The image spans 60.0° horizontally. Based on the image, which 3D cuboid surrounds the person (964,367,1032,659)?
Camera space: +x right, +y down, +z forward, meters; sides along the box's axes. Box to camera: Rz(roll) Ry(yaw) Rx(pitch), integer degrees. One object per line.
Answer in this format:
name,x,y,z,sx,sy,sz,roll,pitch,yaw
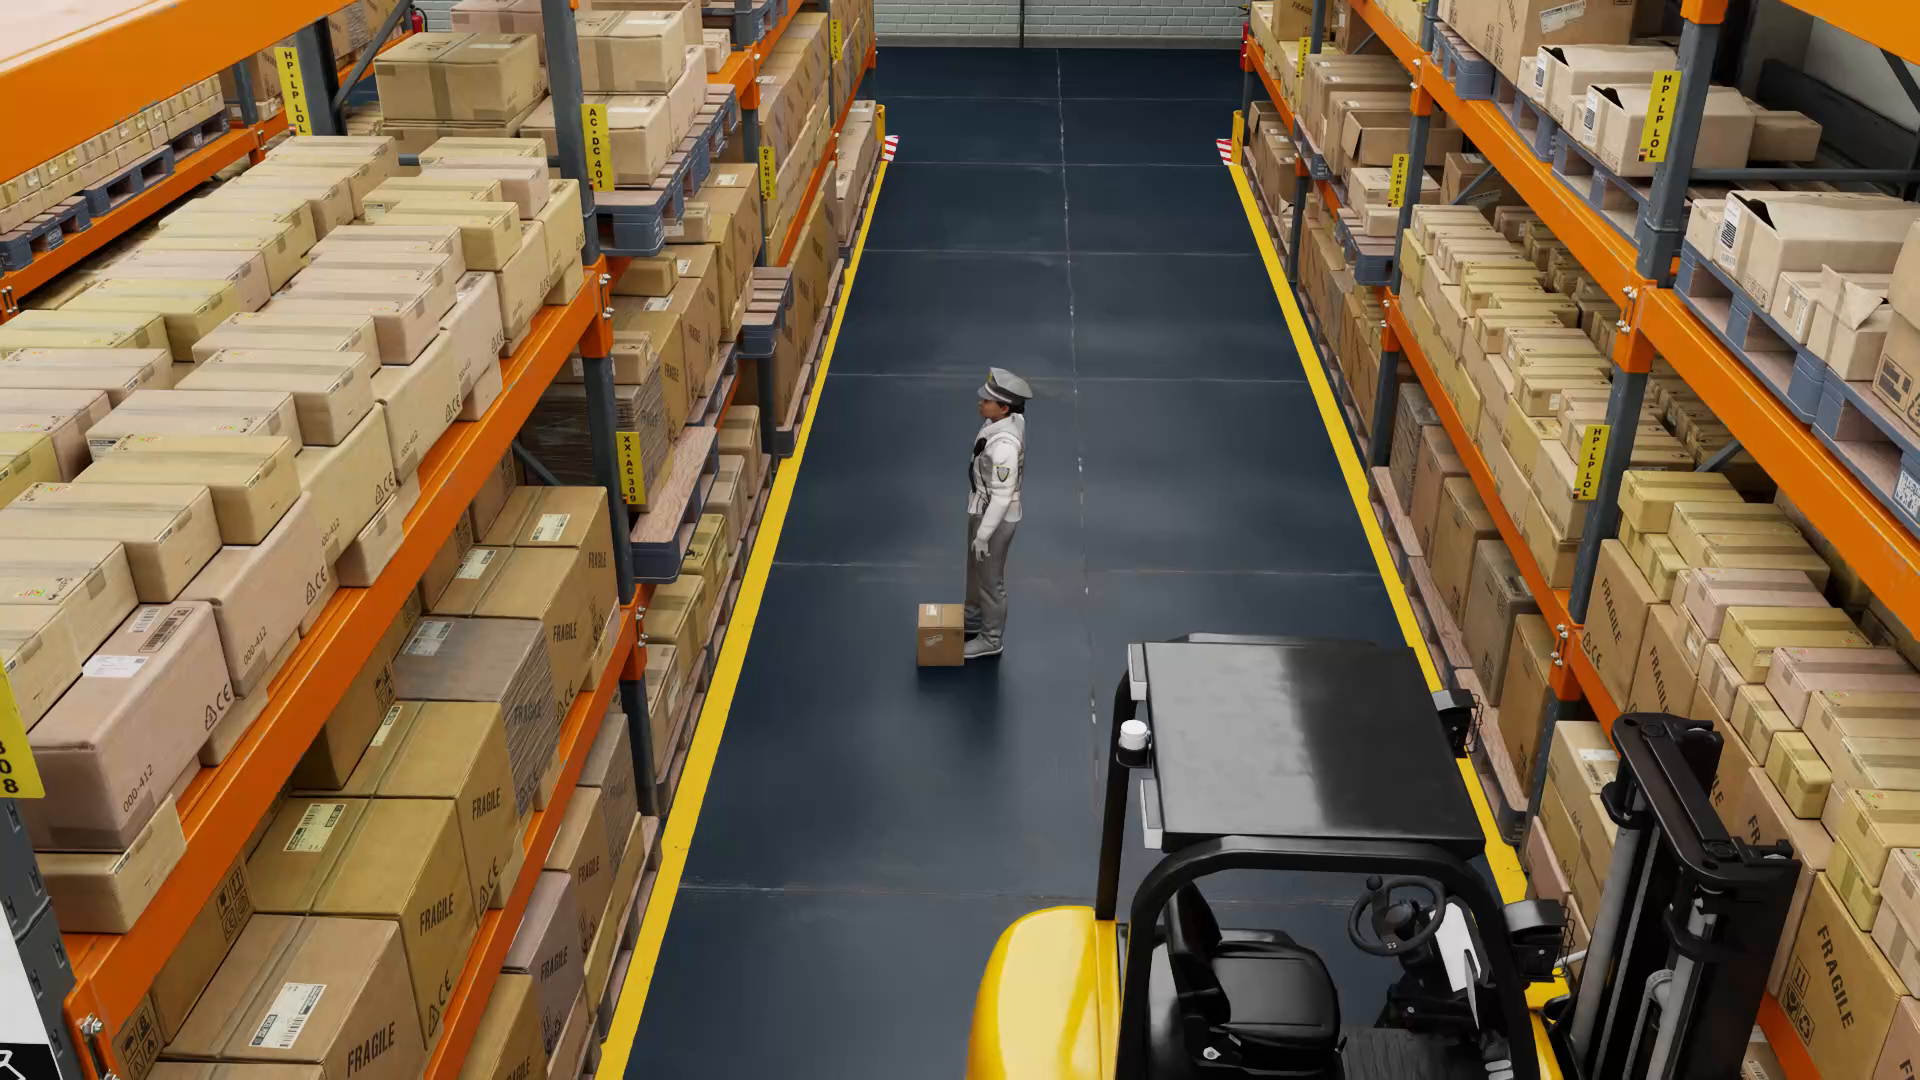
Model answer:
person,0.104,-0.133,8.816,0.530,1.694,0.586,1,28,2
